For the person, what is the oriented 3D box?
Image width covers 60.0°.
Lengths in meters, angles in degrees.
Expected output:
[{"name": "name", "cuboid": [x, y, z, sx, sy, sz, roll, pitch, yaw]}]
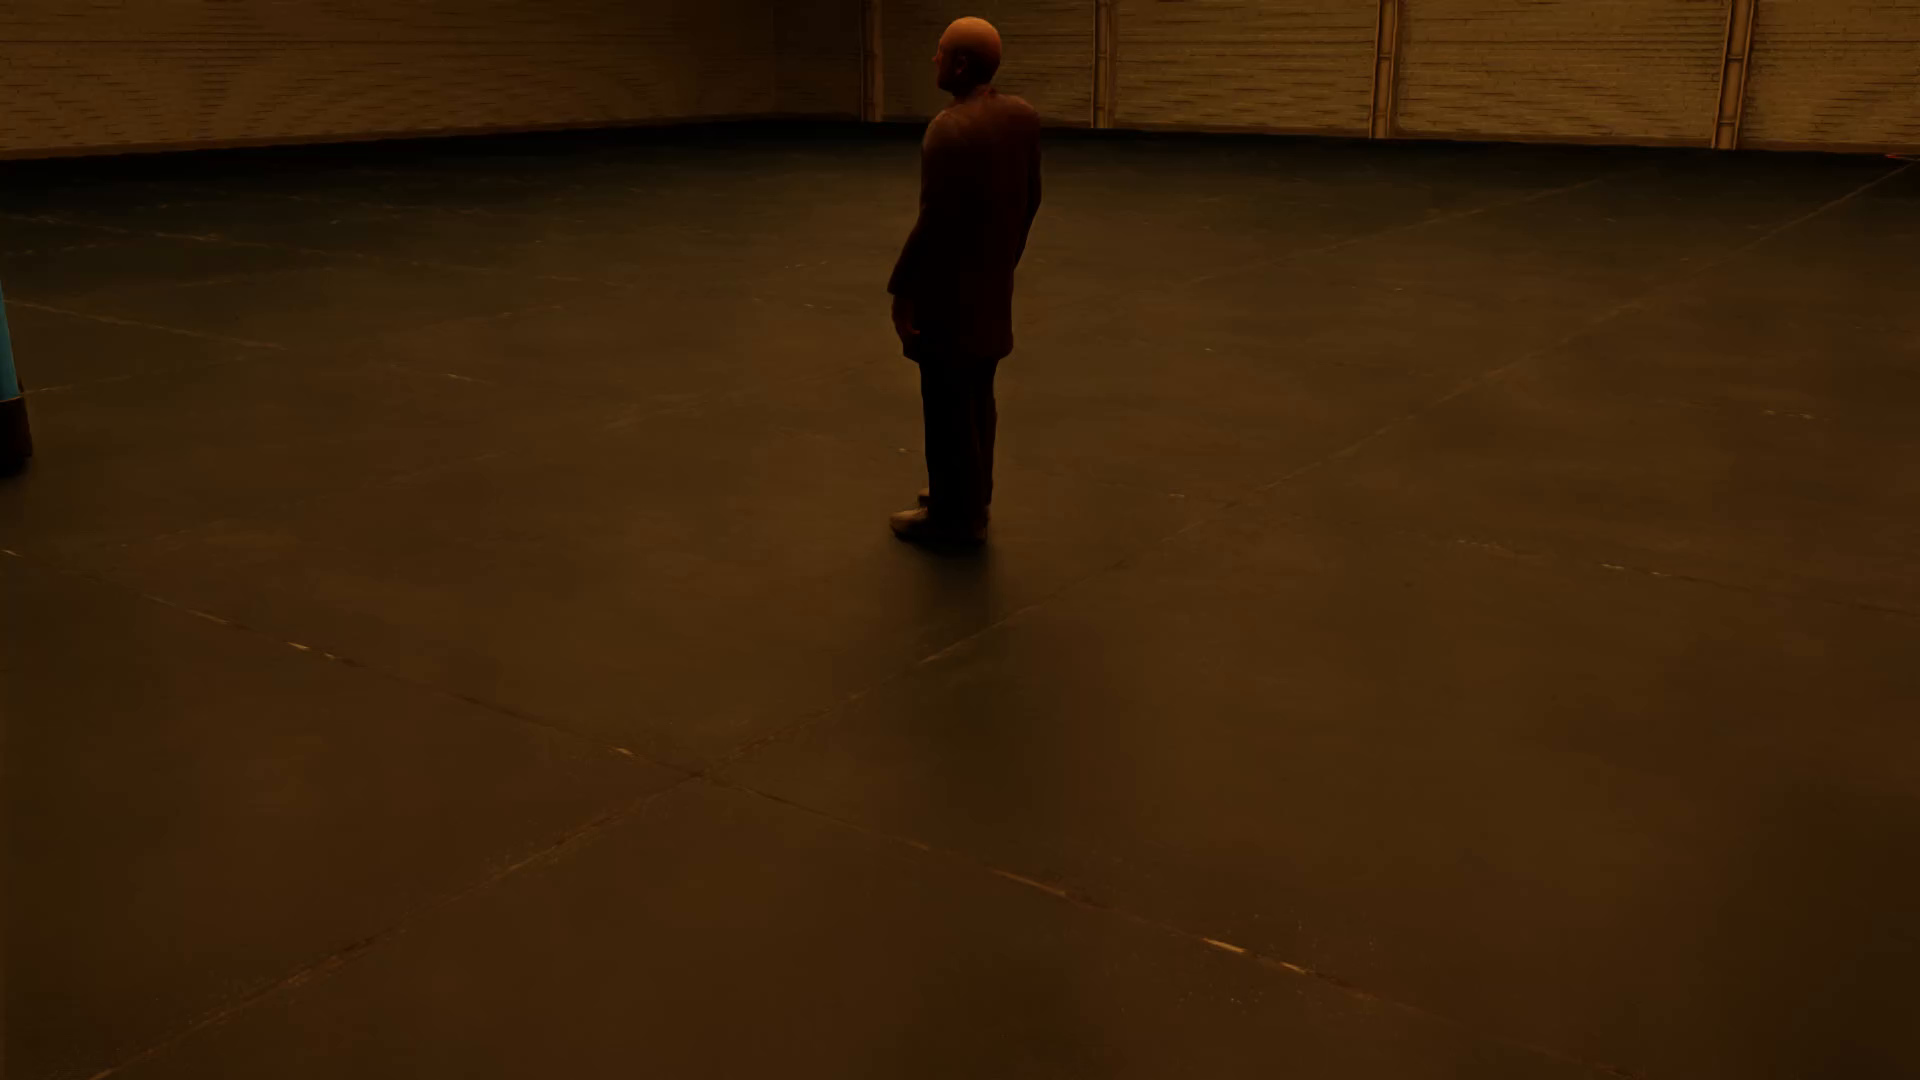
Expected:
[{"name": "person", "cuboid": [-0.073, -0.782, 5.773, 0.580, 1.582, 0.694, 11, 20, 33]}]

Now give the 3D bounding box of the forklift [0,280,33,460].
[{"name": "forklift", "cuboid": [-5.115, -1.948, 7.347, 1.130, 2.935, 3.031, -12, 20, -34]}]
